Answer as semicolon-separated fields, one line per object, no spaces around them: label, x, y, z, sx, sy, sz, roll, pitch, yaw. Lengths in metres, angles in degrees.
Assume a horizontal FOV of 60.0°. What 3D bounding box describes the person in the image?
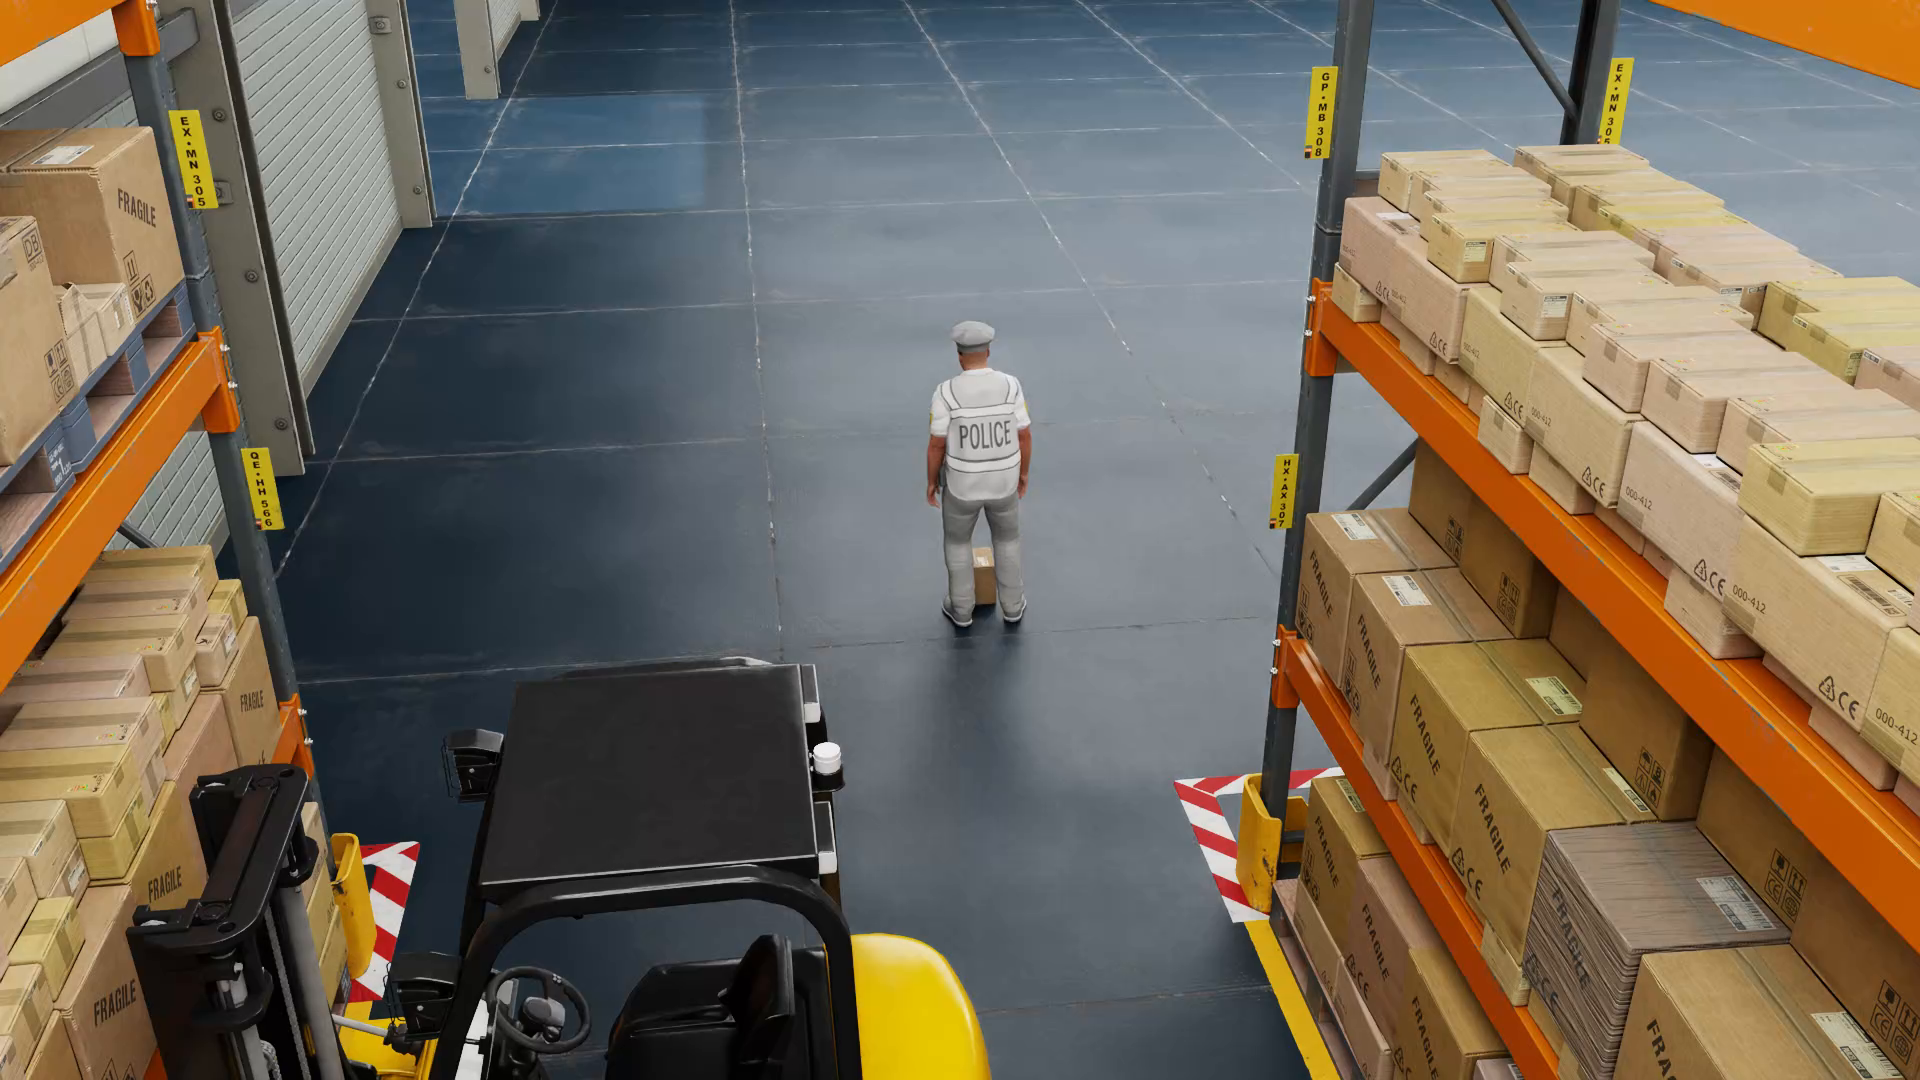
person;0.113;-0.330;9.254;0.606;1.750;0.431;-5;27;-10
